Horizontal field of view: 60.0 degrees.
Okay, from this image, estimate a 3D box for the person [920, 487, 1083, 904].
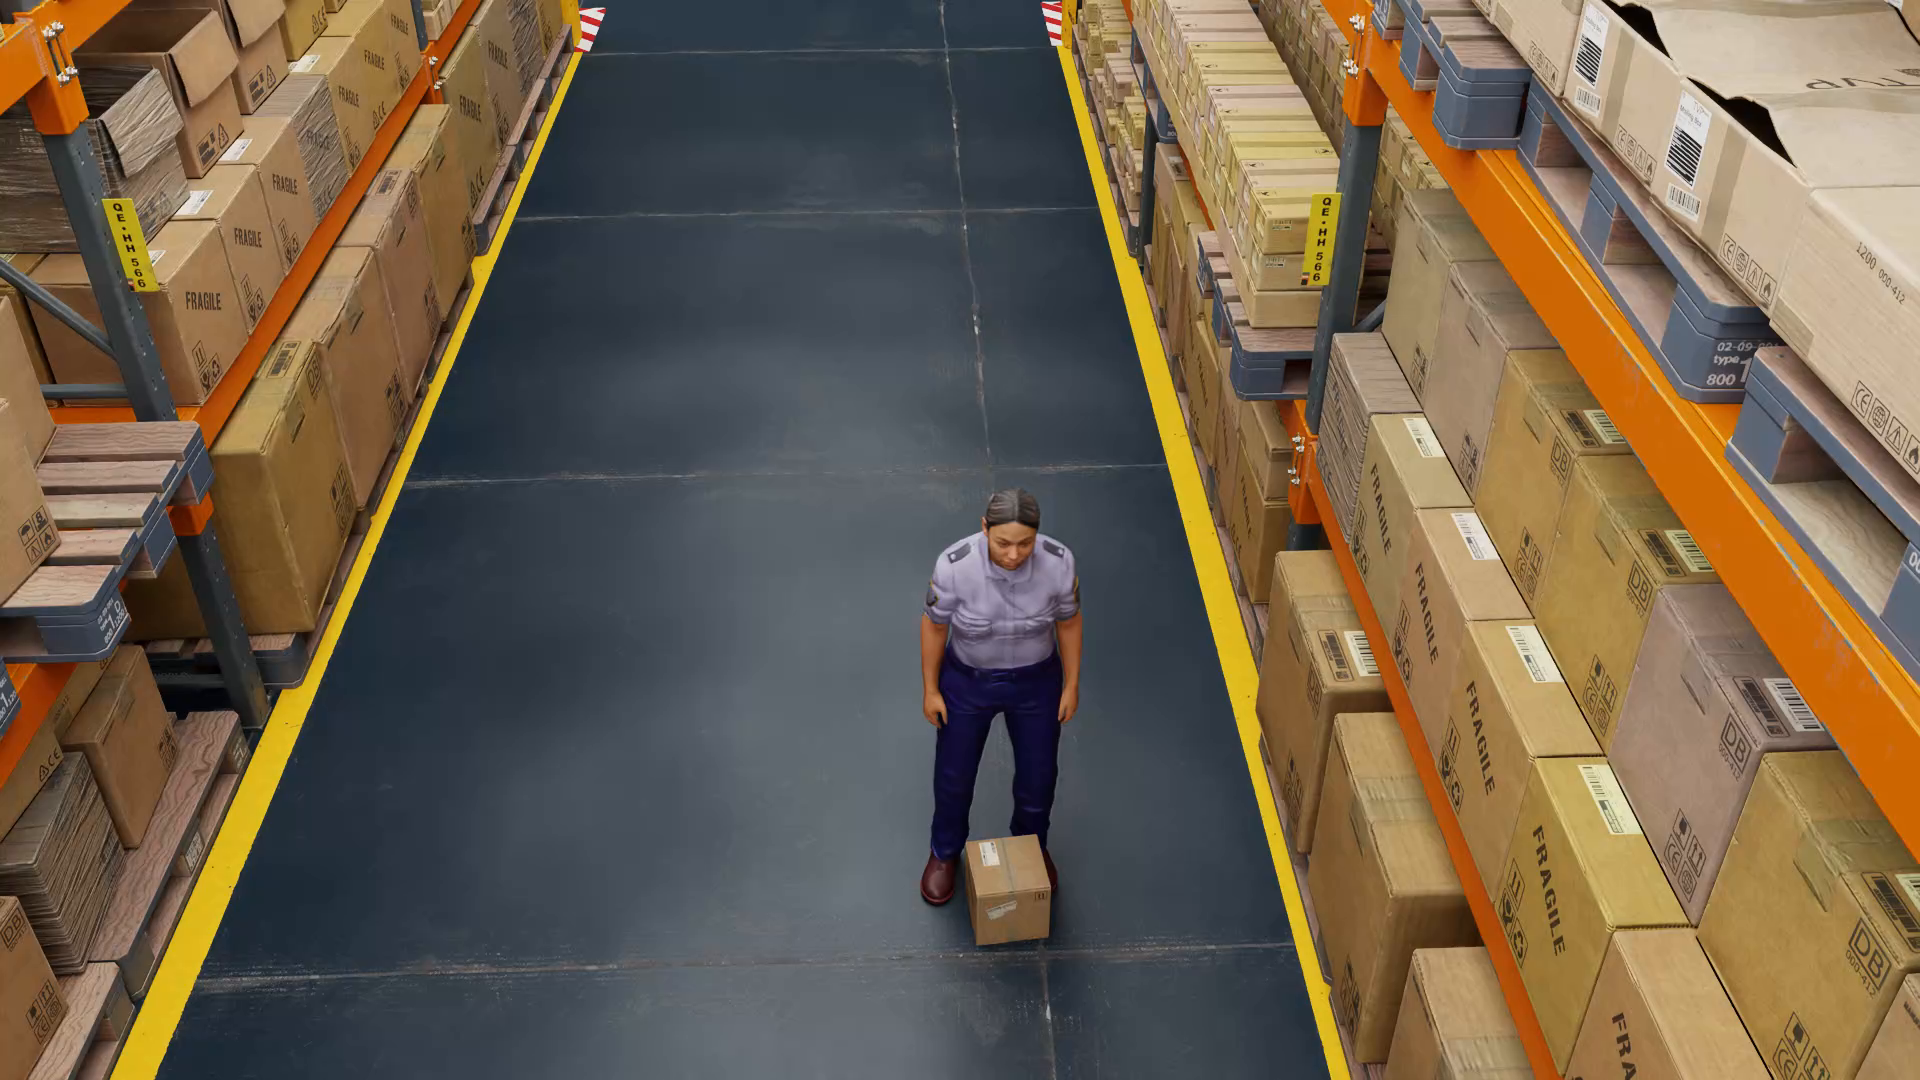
[{"bbox_3d":[0.127,0.490,5.468,0.545,1.648,0.371,-2,35,-3],"label":"person"}]
